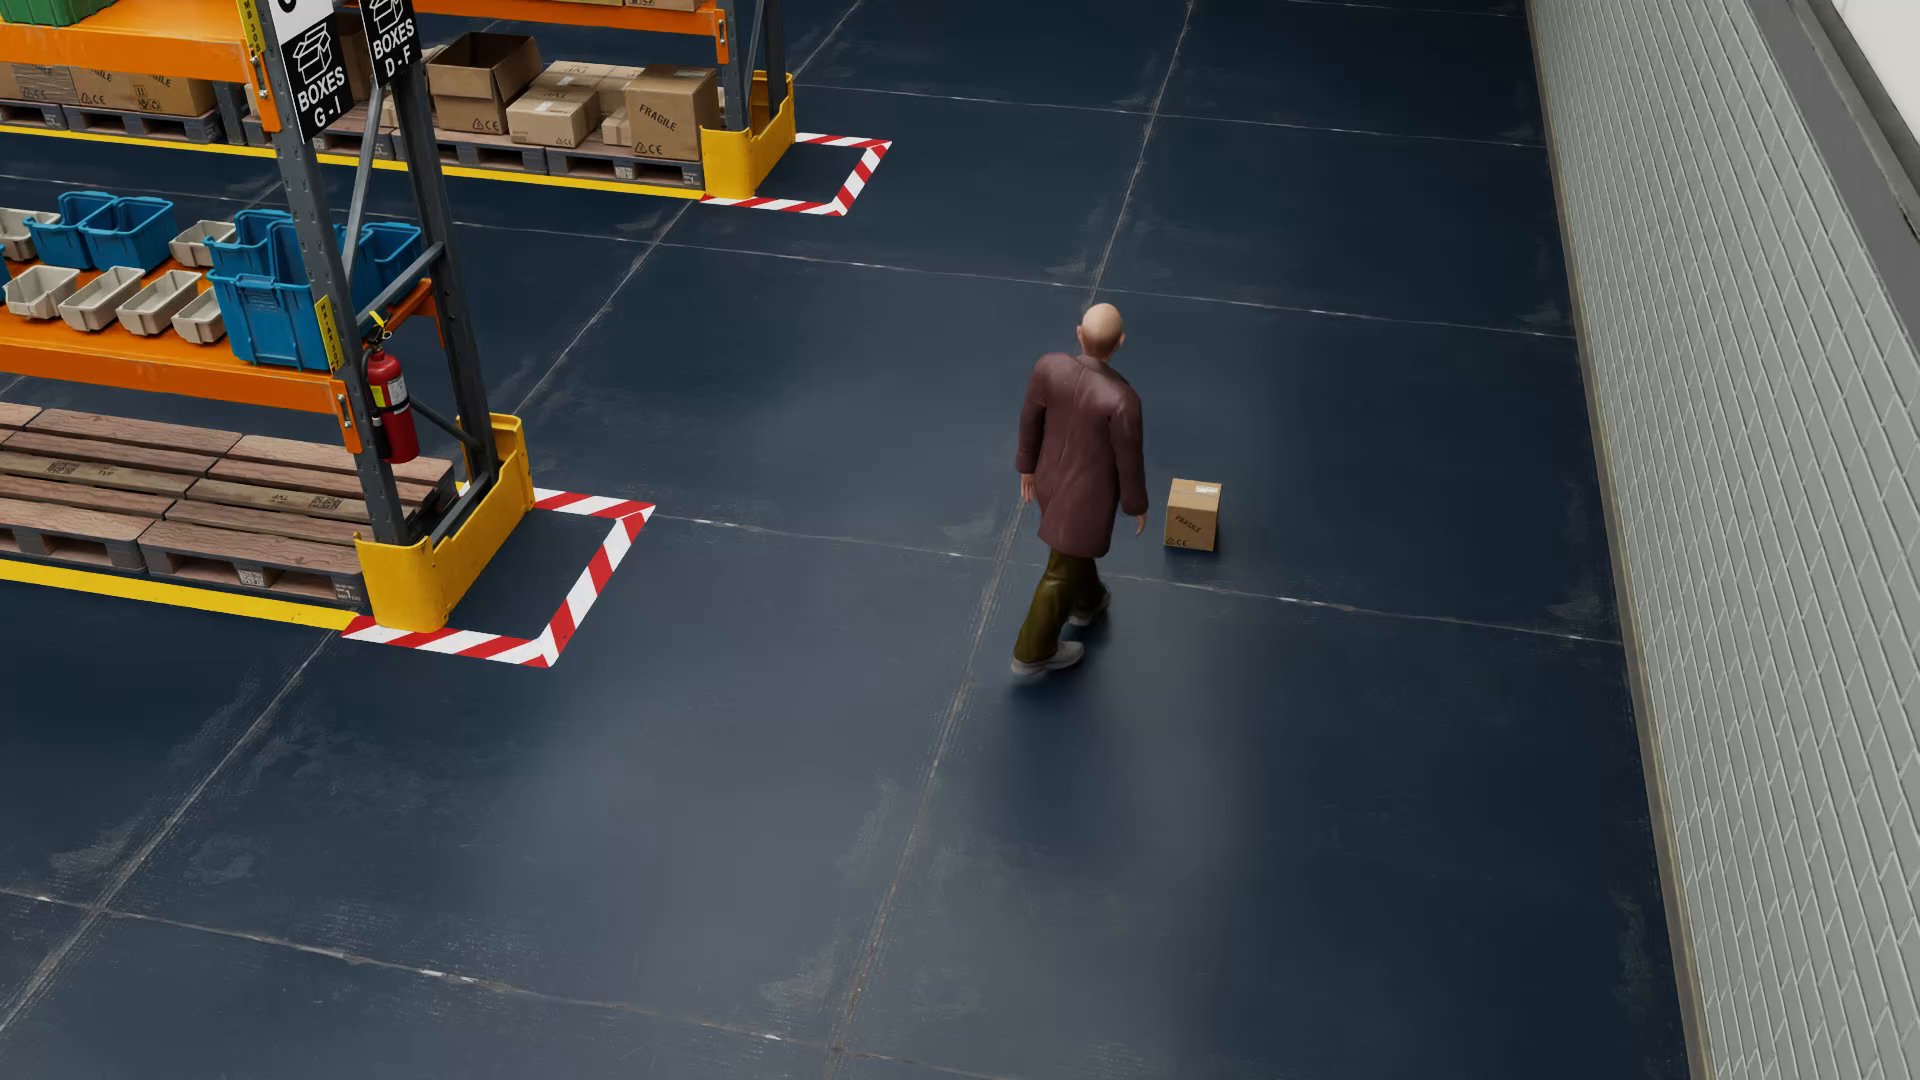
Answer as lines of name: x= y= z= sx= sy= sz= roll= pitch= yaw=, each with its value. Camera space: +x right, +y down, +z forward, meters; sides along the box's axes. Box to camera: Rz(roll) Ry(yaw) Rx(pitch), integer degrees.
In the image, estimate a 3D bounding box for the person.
person: x=0.540 y=-0.218 z=7.272 sx=0.801 sy=1.791 sz=0.599 roll=-26 pitch=44 yaw=-31
